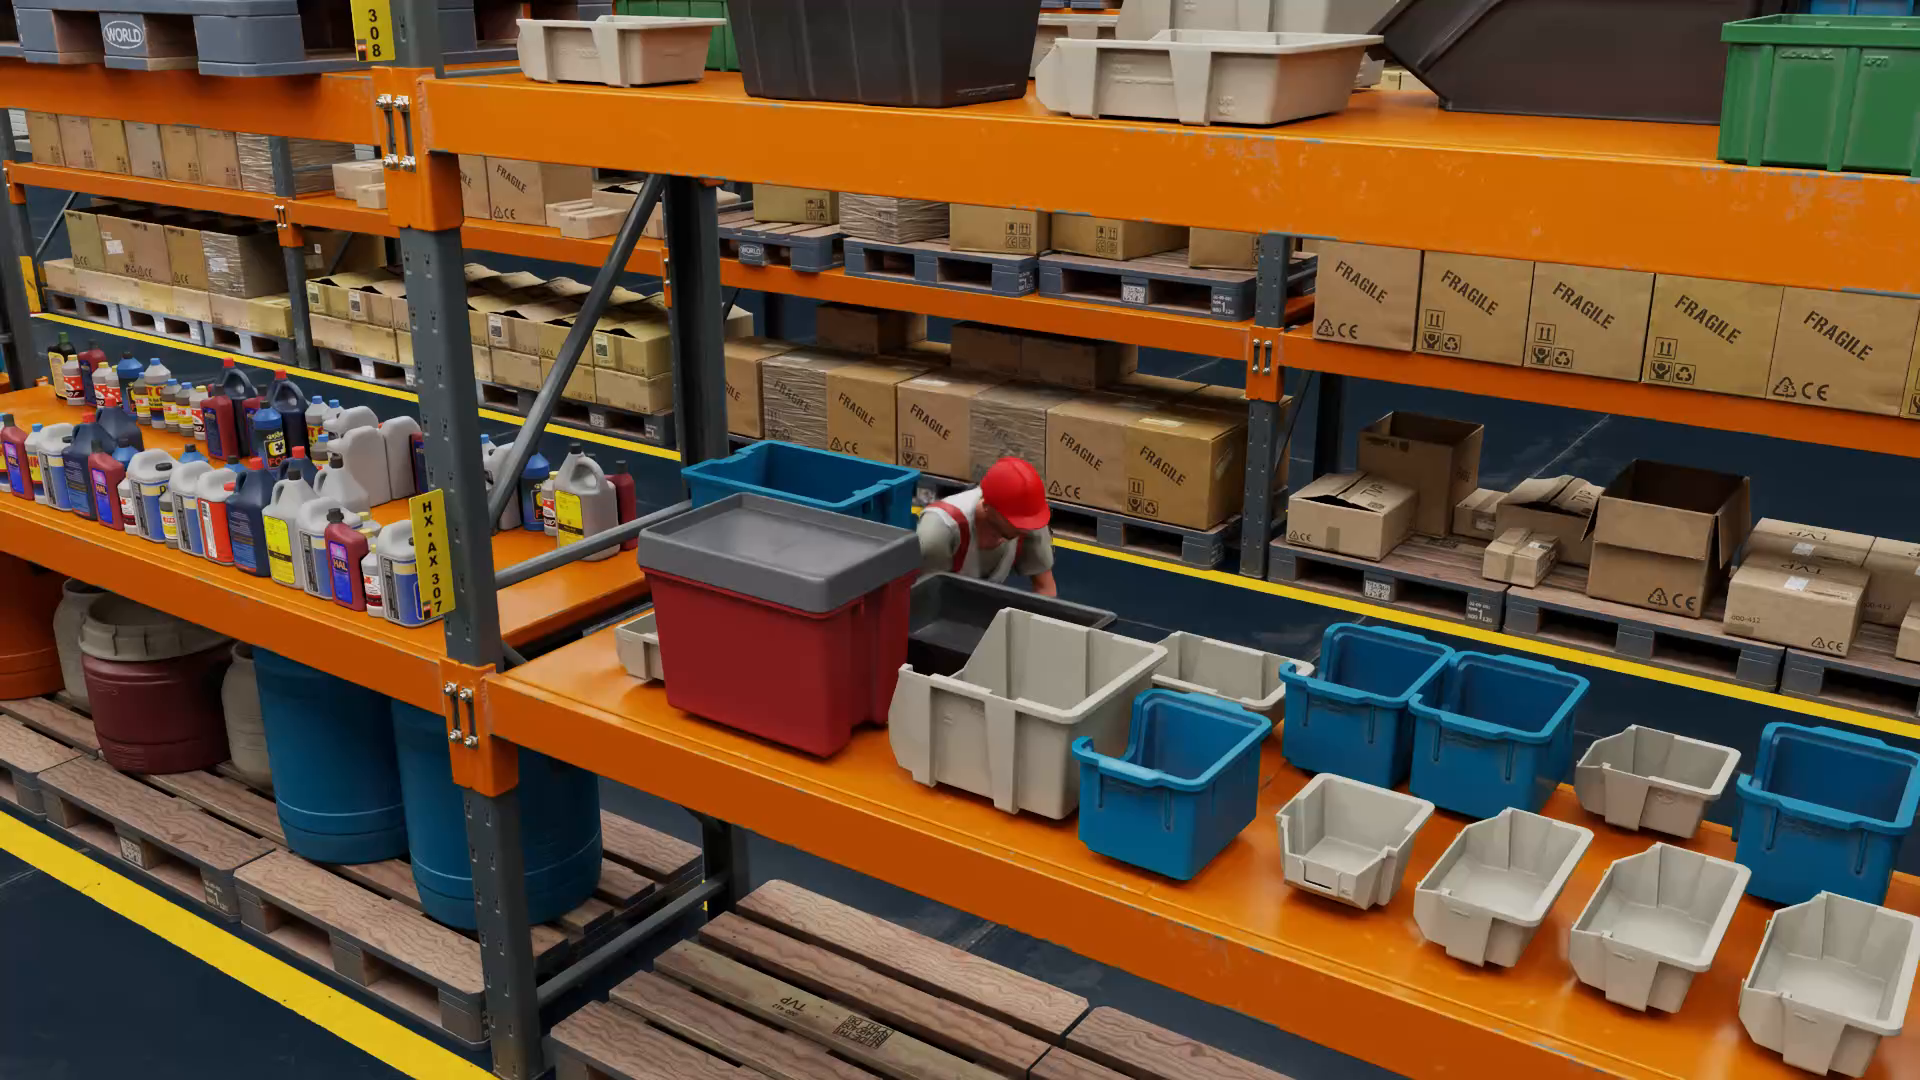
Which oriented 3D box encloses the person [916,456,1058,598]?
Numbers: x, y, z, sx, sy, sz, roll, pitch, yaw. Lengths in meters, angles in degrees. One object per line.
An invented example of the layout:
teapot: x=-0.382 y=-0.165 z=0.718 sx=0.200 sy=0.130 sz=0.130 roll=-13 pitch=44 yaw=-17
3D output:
person: x=0.061 y=0.375 z=5.917 sx=0.581 sy=1.498 sz=0.711 roll=-12 pitch=23 yaw=-29
